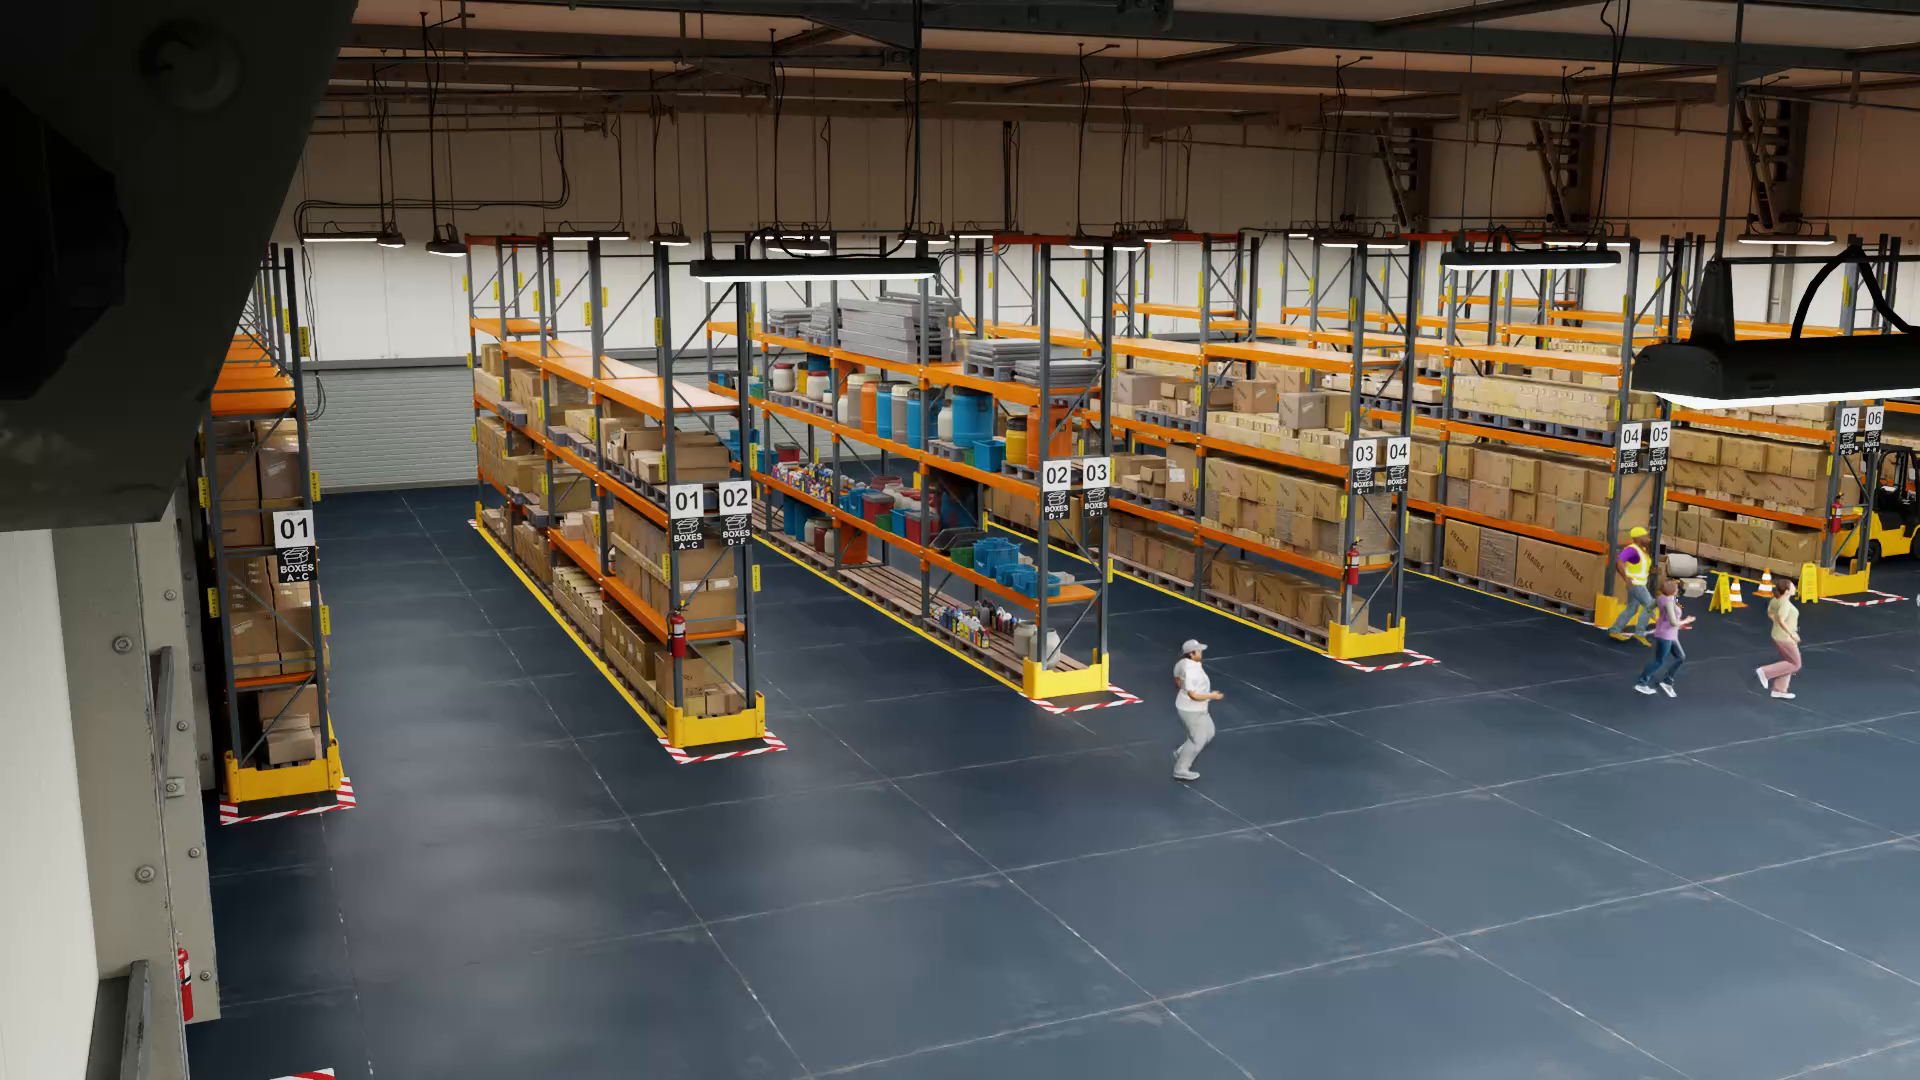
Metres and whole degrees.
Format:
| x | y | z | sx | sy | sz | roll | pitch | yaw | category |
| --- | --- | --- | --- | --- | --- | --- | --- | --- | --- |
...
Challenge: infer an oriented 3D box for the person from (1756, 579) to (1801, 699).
| x | y | z | sx | sy | sz | roll | pitch | yaw | category |
| --- | --- | --- | --- | --- | --- | --- | --- | --- | --- |
| 10.902 | 1.311 | 22.137 | 0.565 | 1.627 | 0.581 | 1 | 11 | 6 | person |

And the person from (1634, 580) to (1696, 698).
| x | y | z | sx | sy | sz | roll | pitch | yaw | category |
| --- | --- | --- | --- | --- | --- | --- | --- | --- | --- |
| 9.388 | 1.322 | 22.118 | 0.693 | 1.634 | 0.507 | 4 | 12 | 18 | person |

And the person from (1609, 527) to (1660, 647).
| x | y | z | sx | sy | sz | roll | pitch | yaw | category |
| --- | --- | --- | --- | --- | --- | --- | --- | --- | --- |
| 10.163 | 0.684 | 25.006 | 0.652 | 1.785 | 0.686 | 6 | 12 | 27 | person |

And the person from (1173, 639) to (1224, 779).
| x | y | z | sx | sy | sz | roll | pitch | yaw | category |
| --- | --- | --- | --- | --- | --- | --- | --- | --- | --- |
| 2.707 | 1.919 | 18.923 | 0.550 | 1.623 | 0.594 | 0 | 11 | 3 | person |
